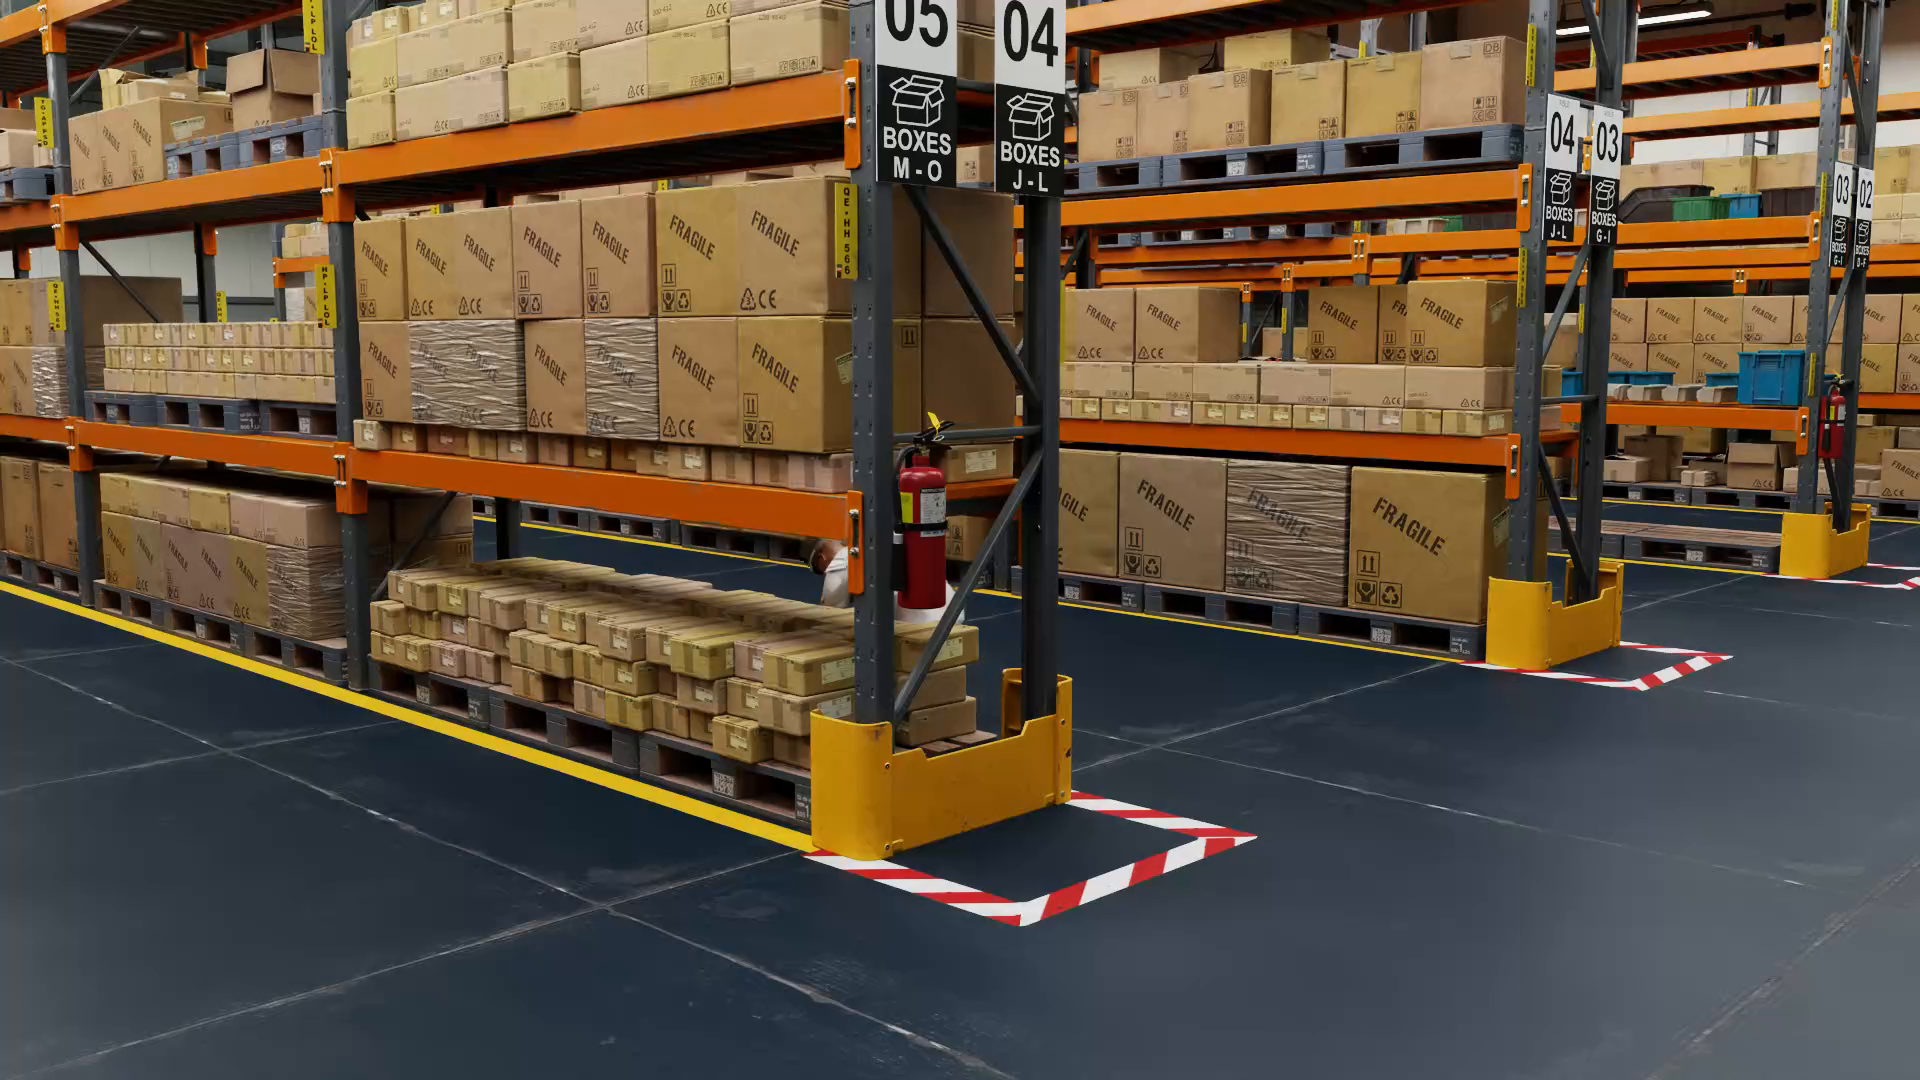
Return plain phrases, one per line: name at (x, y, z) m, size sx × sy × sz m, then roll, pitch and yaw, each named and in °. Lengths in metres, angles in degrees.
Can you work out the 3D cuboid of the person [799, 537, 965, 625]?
person at (-0.430, 0.404, 8.787) m, size 0.968 × 0.901 × 0.548 m, roll 6°, pitch 9°, yaw 42°
